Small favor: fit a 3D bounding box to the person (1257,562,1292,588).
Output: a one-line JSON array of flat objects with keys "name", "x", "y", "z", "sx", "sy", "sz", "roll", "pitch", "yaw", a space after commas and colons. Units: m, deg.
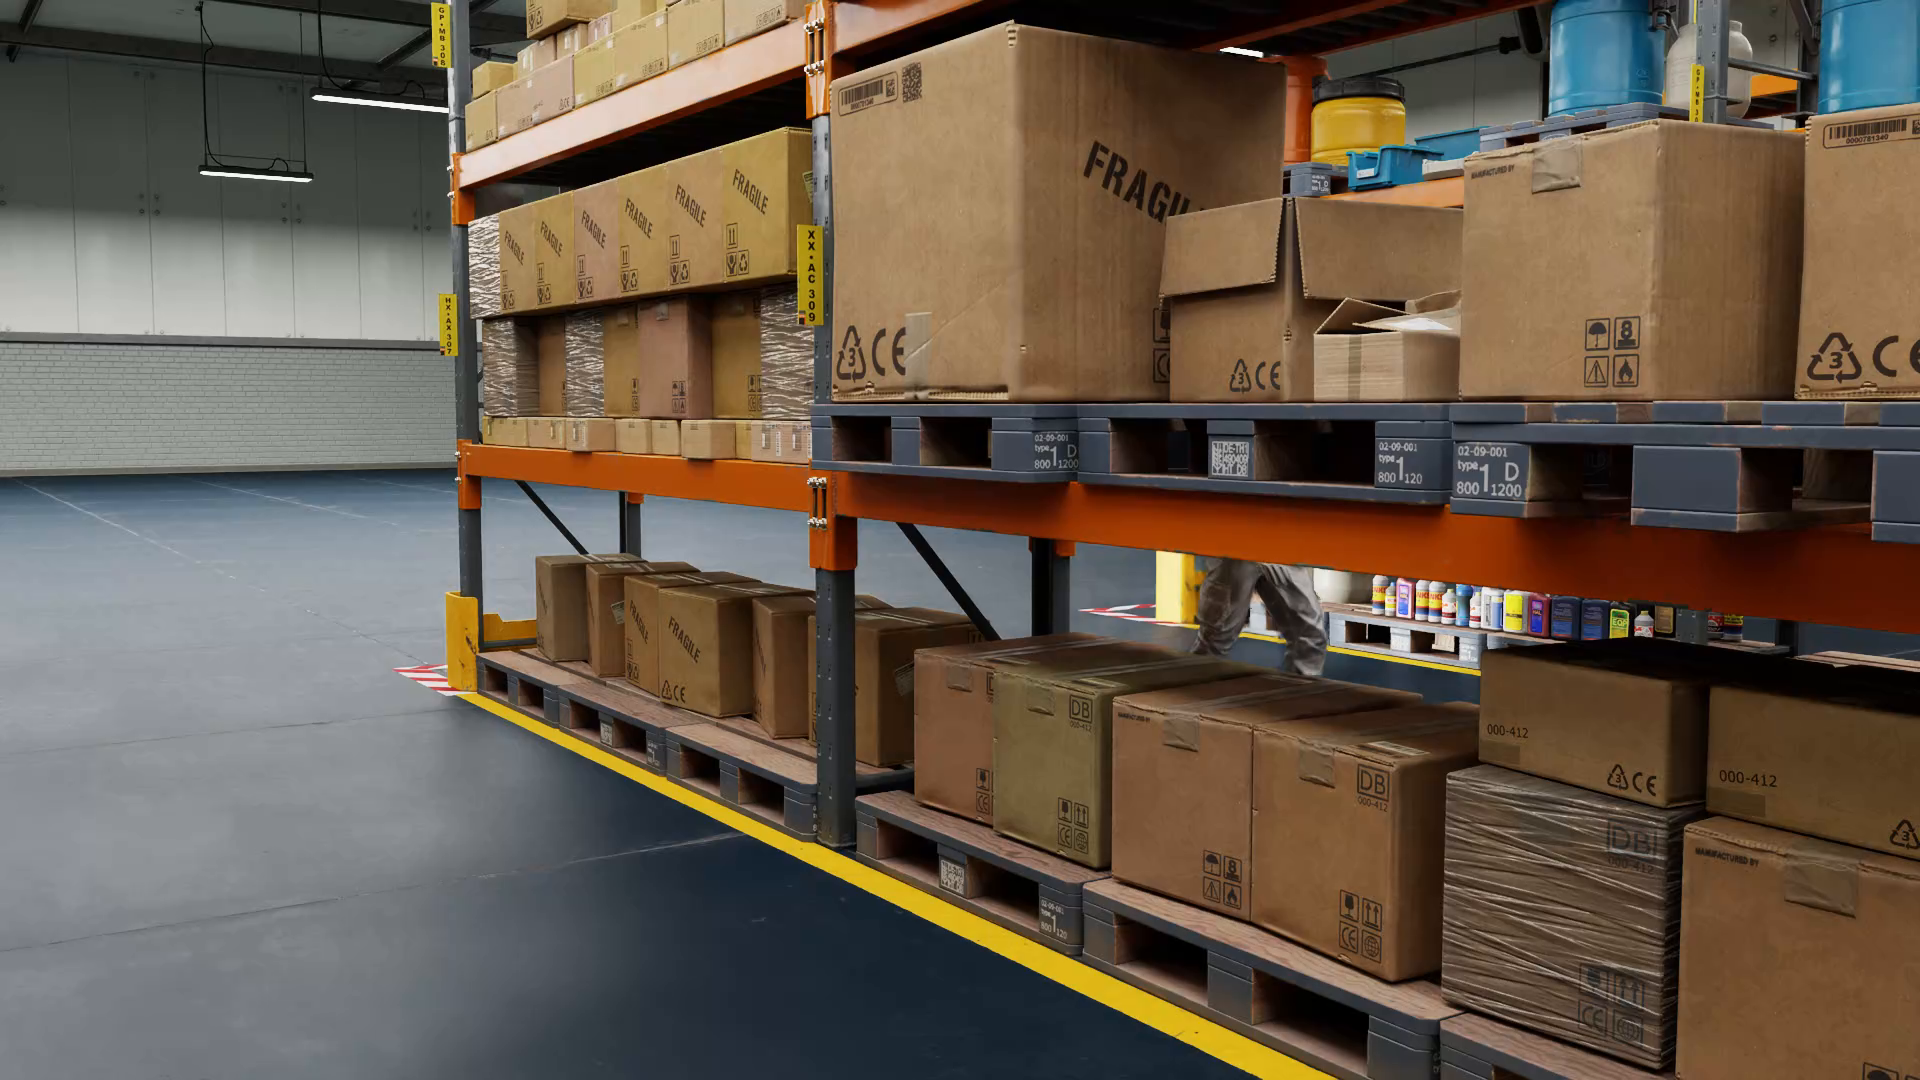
[{"name": "person", "x": 1.237, "y": 0.075, "z": 6.771, "sx": 0.549, "sy": 1.825, "sz": 0.754, "roll": -4, "pitch": 6, "yaw": -42}]
